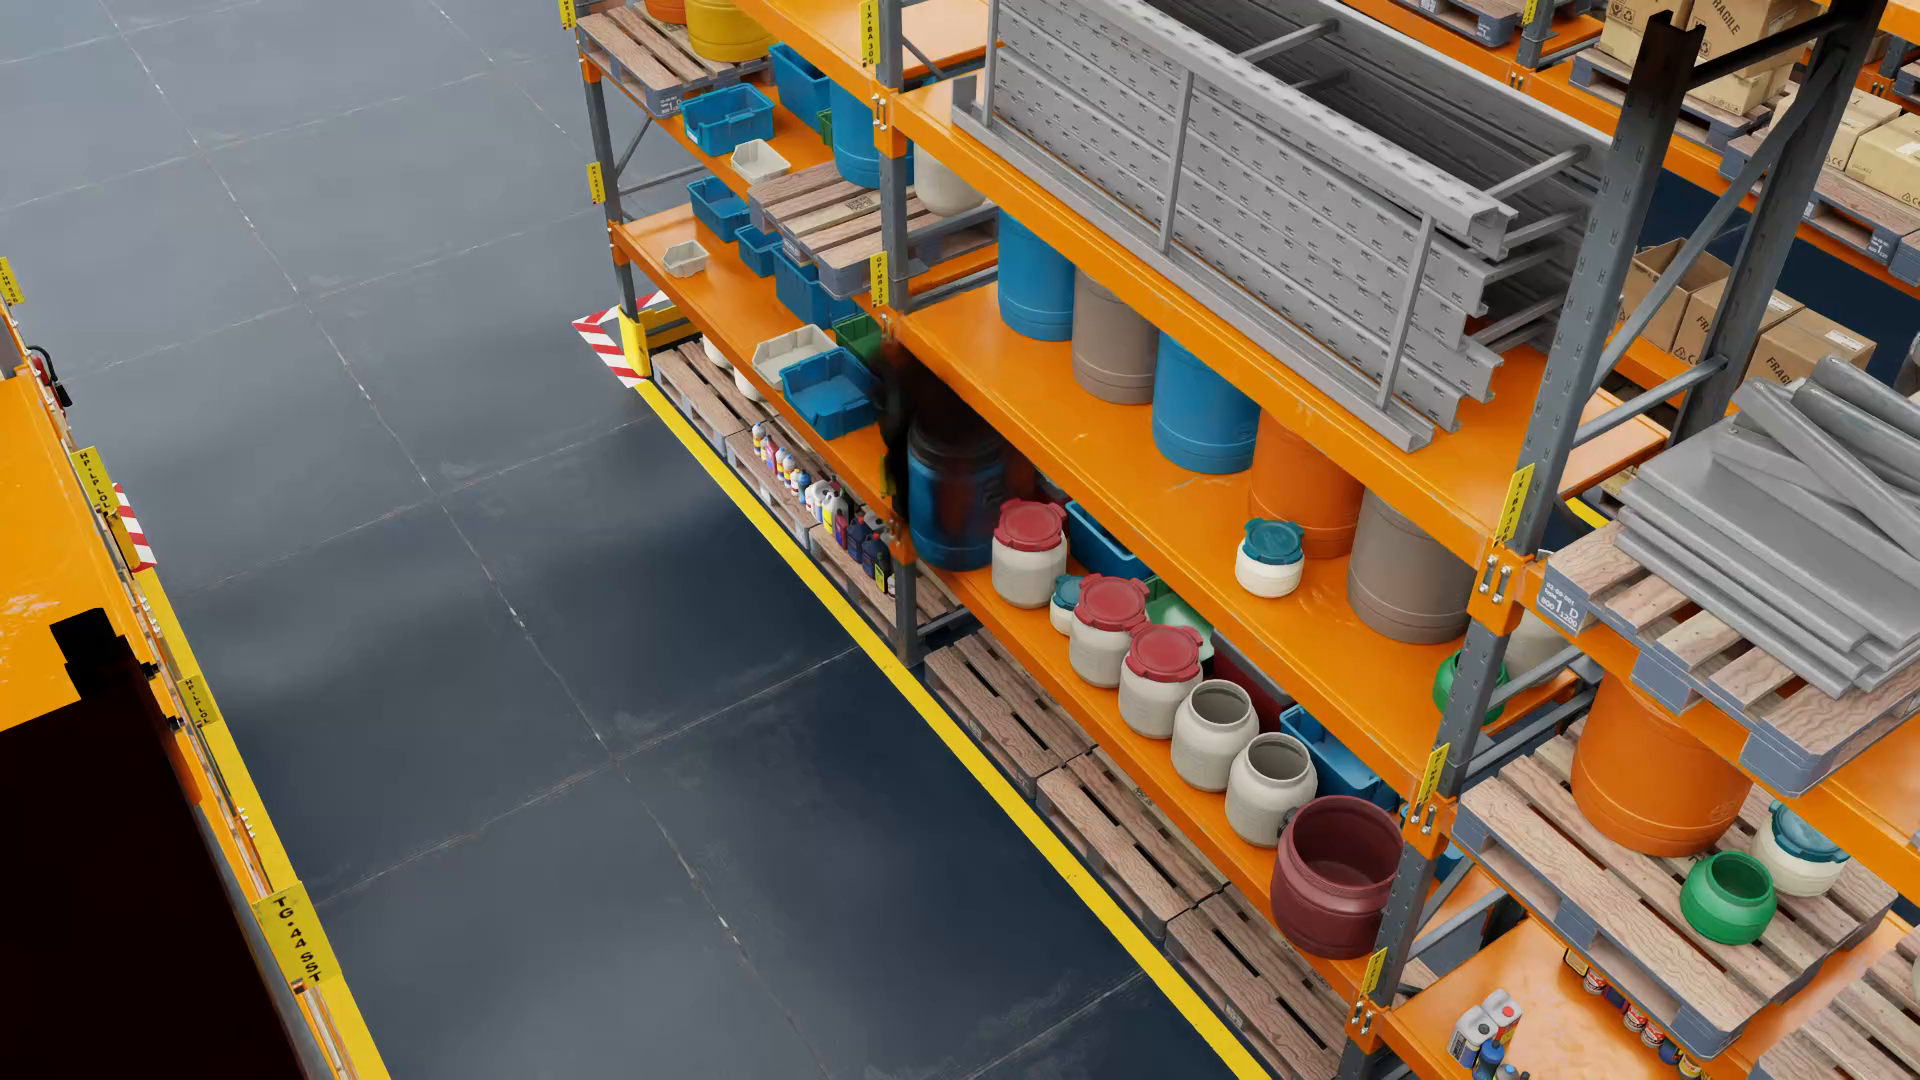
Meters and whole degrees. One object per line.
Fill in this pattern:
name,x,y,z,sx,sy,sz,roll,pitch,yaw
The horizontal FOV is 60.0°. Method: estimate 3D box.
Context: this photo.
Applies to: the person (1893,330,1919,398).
person,6.982,-1.238,11.811,0.463,1.770,0.551,-26,49,-26
